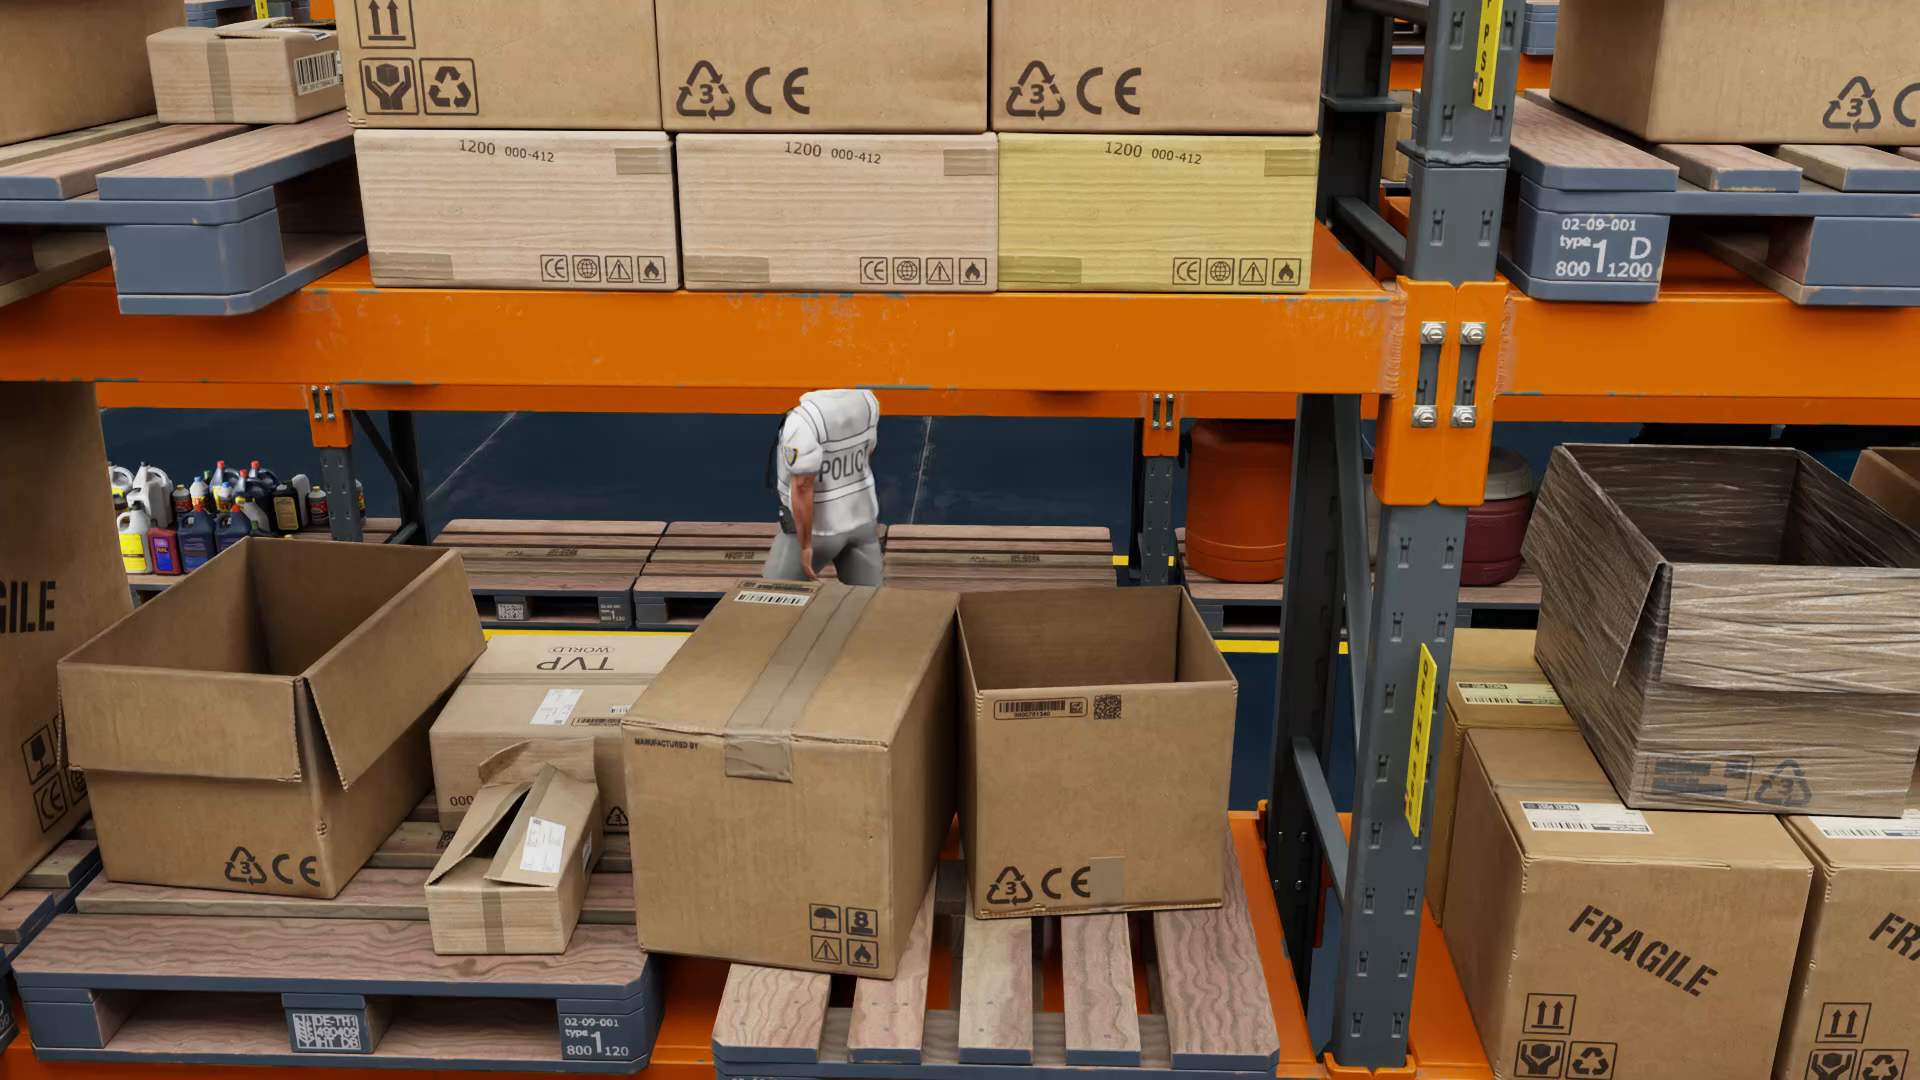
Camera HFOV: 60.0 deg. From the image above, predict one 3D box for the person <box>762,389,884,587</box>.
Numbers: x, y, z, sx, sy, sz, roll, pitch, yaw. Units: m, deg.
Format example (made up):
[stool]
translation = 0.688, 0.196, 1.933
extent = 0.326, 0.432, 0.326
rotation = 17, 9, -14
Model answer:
[person]
translation = -0.661, -0.106, 7.371
extent = 0.614, 1.713, 0.929
rotation = -17, 27, -38
